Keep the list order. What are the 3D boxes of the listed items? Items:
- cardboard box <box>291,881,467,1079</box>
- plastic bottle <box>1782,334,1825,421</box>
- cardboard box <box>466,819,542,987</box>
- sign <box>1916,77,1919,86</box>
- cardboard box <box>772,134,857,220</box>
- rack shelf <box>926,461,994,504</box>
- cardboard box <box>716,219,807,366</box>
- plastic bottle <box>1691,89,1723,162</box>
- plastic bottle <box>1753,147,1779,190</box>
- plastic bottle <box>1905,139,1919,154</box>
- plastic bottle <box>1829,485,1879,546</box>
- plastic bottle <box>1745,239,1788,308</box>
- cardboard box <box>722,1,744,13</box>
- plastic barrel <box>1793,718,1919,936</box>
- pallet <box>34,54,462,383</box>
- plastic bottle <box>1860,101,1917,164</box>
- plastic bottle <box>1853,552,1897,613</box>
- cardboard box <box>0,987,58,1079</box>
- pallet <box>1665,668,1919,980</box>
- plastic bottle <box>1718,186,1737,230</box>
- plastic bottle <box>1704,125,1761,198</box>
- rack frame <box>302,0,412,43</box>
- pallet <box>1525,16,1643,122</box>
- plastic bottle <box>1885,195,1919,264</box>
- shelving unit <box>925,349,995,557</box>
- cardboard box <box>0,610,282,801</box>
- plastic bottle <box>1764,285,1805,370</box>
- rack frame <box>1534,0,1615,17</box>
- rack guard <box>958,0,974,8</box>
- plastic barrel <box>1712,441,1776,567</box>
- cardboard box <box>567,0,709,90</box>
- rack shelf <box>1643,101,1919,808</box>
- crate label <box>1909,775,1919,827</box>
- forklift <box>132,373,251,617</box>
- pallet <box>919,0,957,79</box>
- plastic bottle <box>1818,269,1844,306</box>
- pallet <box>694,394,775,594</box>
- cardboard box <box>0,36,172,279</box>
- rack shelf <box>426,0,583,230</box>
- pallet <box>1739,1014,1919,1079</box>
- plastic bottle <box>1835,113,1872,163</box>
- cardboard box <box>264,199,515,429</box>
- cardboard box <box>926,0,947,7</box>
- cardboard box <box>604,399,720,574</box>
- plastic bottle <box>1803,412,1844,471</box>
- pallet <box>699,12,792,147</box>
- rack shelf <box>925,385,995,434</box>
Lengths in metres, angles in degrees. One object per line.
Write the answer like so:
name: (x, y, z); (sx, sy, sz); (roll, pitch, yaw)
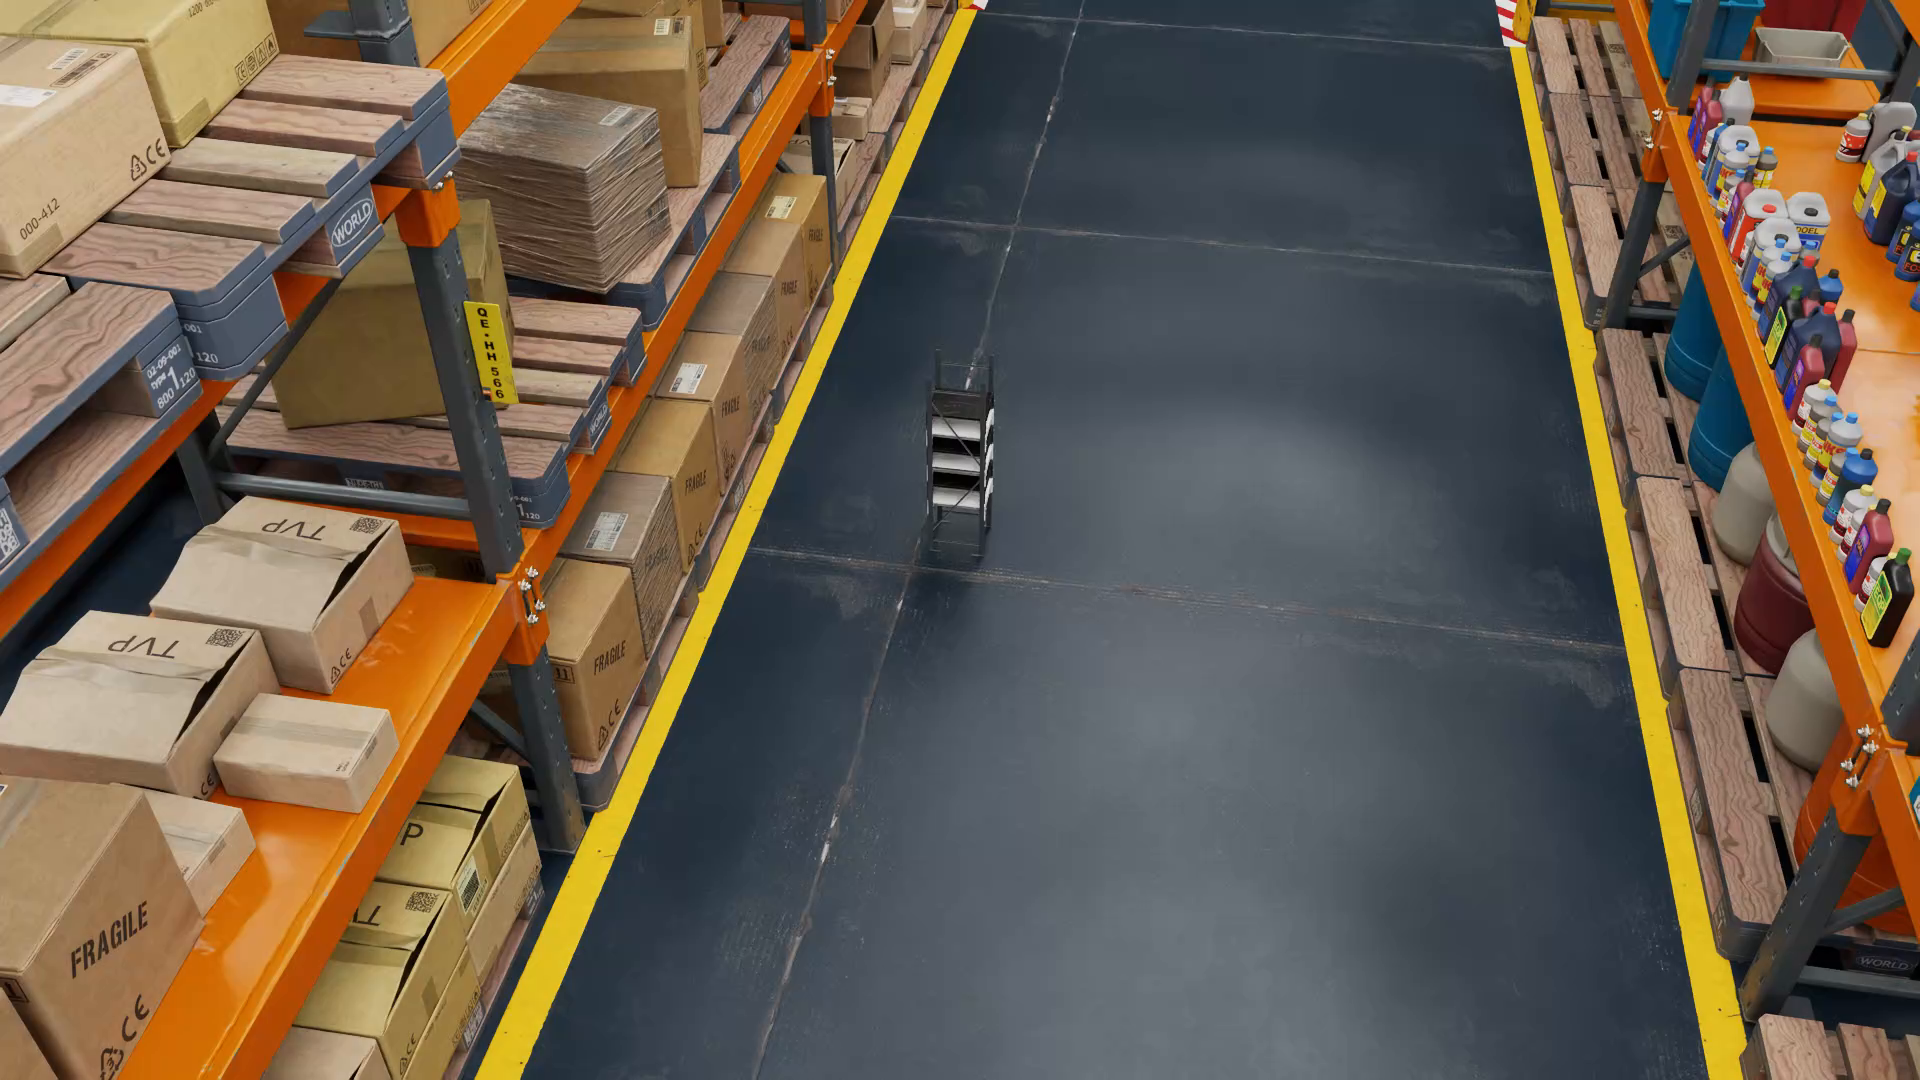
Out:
cardboard box: (-1.778, 1.235, 4.790); (0.500, 0.311, 0.500); (6, 40, 7)
plastic bottle: (2.880, -0.554, 5.657); (0.061, 0.283, 0.133); (6, 40, 8)
cardboard box: (-1.697, 1.126, 5.362); (0.500, 0.250, 0.500); (7, 40, 9)
sign: (4.266, -2.136, 7.262); (0.100, 0.325, 0.005); (6, 40, 8)
cardboard box: (-0.868, -2.012, 9.095); (0.500, 0.311, 0.500); (6, 40, 8)
rack shelf: (0.001, -0.257, 7.048); (0.258, 0.077, 0.200); (6, 40, 8)
cardboard box: (-1.051, -1.195, 7.958); (0.500, 0.500, 0.500); (7, 40, 8)
plastic bottle: (3.217, -1.779, 7.139); (0.061, 0.283, 0.133); (6, 40, 8)
plastic bottle: (3.332, -1.534, 6.907); (0.097, 0.201, 0.097); (0, 40, 0)
plastic bottle: (3.911, -1.531, 6.845); (0.152, 0.276, 0.135); (6, 40, 8)
plastic bottle: (2.777, -0.081, 5.150); (0.097, 0.201, 0.097); (0, 40, 0)
plastic bottle: (3.021, -0.996, 6.202); (0.097, 0.271, 0.097); (0, 40, 0)
cardboard box: (-1.320, -3.020, 8.470); (0.500, 0.500, 0.500); (7, 40, 8)
plastic barrel: (3.100, 0.785, 5.320); (0.600, 0.830, 0.708); (6, 40, 8)
pallet: (-1.875, -0.777, 3.629); (1.213, 0.211, 1.003); (8, 40, 10)
plastic bottle: (3.974, -1.760, 7.122); (0.152, 0.276, 0.135); (6, 40, 8)
plastic bottle: (2.720, 0.125, 4.901); (0.097, 0.201, 0.097); (0, 40, 0)
cardboard box: (-2.211, 1.218, 3.345); (0.500, 0.500, 0.500); (6, 40, 8)
pallet: (3.127, 0.995, 5.881); (1.003, 0.211, 1.213); (6, 40, 8)
plastic bottle: (3.125, -1.344, 6.678); (0.097, 0.201, 0.097); (0, 40, 0)
plastic bottle: (3.206, -1.565, 6.886); (0.152, 0.276, 0.135); (6, 40, 8)
rack frame: (-1.846, -2.441, 3.140); (1.000, 3.000, 0.127); (6, 40, 8)
pallet: (4.235, -3.013, 10.729); (1.003, 0.211, 1.213); (6, 40, 8)
plastic bottle: (3.698, -1.215, 6.466); (0.097, 0.271, 0.097); (0, 40, 0)
shelving unit: (0.001, -0.352, 6.969); (0.258, 0.900, 0.210); (6, 40, 8)
cardboard box: (-2.192, 0.445, 4.427); (0.500, 0.311, 0.500); (6, 40, 7)
plastic bottle: (2.935, -0.753, 5.899); (0.061, 0.283, 0.133); (6, 40, 8)
rack frame: (4.416, -4.601, 10.461); (1.000, 3.000, 0.127); (6, 40, 8)
rack guard: (-0.475, -4.139, 11.863); (1.175, 0.500, 0.348); (6, 40, 8)
plastic barrel: (3.305, -0.165, 6.719); (0.421, 0.512, 0.421); (0, 40, 0)
cardboard box: (-1.513, -2.129, 7.062); (0.700, 0.500, 0.500); (12, 41, 15)
rack shelf: (3.378, -0.558, 6.136); (1.077, 0.370, 4.000); (6, 40, 8)
crate label: (2.590, 0.707, 4.172); (0.303, 0.233, 0.416); (6, 40, 8)
forklift: (-3.217, -1.593, 6.877); (1.130, 2.935, 3.031); (7, 40, 9)
pallet: (-0.612, -3.527, 11.350); (1.003, 0.211, 1.213); (6, 40, 8)
plastic bottle: (3.130, -0.858, 6.035); (0.097, 0.271, 0.097); (0, 40, 0)
pallet: (-1.466, -0.282, 7.426); (1.003, 0.211, 1.213); (6, 40, 8)
cardboard box: (-1.942, -0.767, 3.258); (0.500, 0.250, 0.500); (7, 40, 9)
rack shelf: (-1.500, -2.263, 5.844); (1.077, 0.370, 4.000); (6, 40, 8)
pallet: (2.860, 1.976, 4.694); (1.003, 0.211, 1.213); (6, 40, 8)
plastic bottle: (3.848, -1.733, 7.148); (0.097, 0.201, 0.097); (0, 40, 0)
cardboard box: (-1.848, -0.737, 5.379); (0.700, 0.500, 0.500); (-6, 40, -7)
cardboard box: (-0.313, -3.987, 11.335); (0.500, 0.500, 0.500); (6, 40, 8)
cardboard box: (-1.309, -0.233, 6.794); (0.500, 0.500, 0.500); (6, 40, 7)
plastic bottle: (2.844, -0.326, 5.446); (0.097, 0.201, 0.097); (0, 40, 0)
pallet: (-1.400, -2.076, 7.557); (1.003, 0.211, 1.213); (6, 40, 8)
rack shelf: (0.001, -0.534, 6.819); (0.258, 0.077, 0.200); (6, 40, 8)
